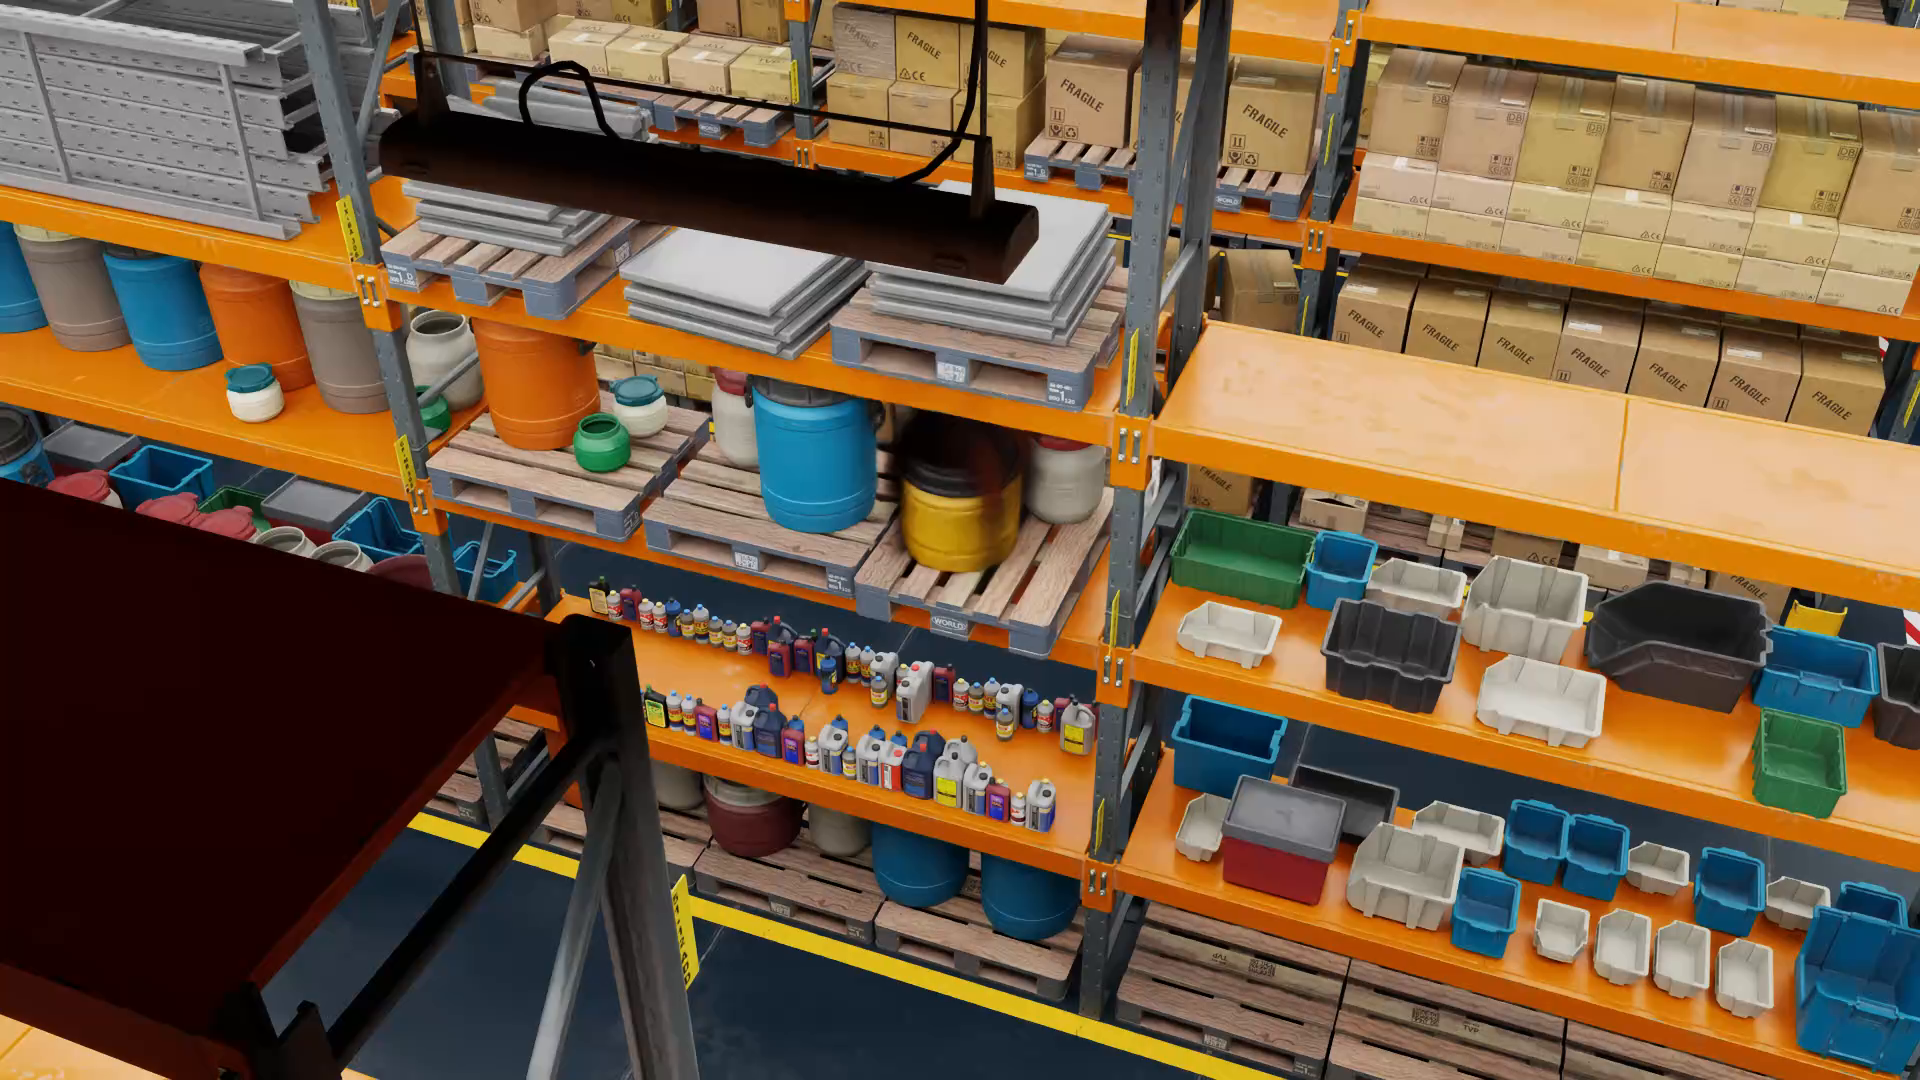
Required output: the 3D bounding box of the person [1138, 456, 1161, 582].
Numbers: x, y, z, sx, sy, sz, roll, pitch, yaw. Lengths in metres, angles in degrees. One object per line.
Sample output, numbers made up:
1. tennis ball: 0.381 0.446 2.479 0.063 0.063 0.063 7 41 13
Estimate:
1. person: 1.376 -0.119 11.943 0.951 1.642 0.543 9 37 12
